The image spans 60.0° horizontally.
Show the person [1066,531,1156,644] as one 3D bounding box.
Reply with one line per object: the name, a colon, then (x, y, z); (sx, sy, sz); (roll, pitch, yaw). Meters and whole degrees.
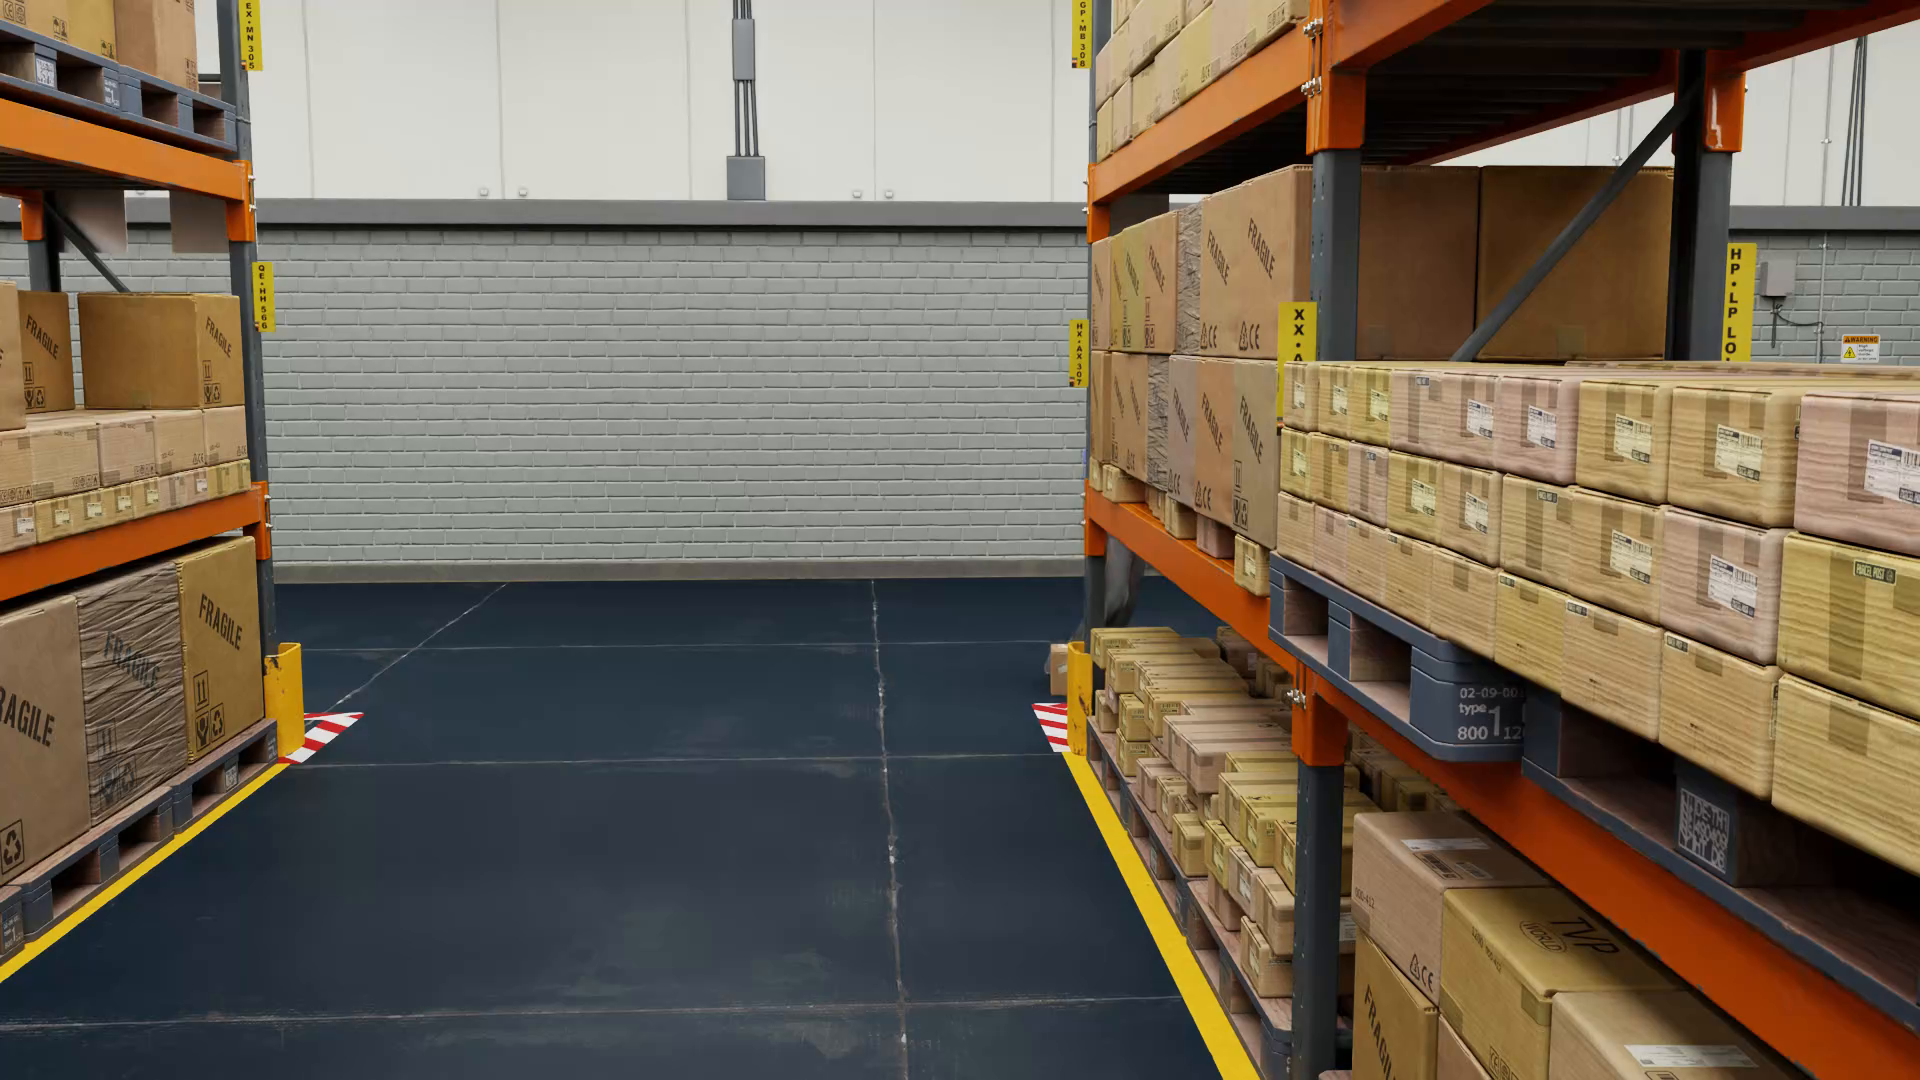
person: (0.865, 0.024, 9.653); (0.440, 1.632, 0.640); (5, 9, 38)
